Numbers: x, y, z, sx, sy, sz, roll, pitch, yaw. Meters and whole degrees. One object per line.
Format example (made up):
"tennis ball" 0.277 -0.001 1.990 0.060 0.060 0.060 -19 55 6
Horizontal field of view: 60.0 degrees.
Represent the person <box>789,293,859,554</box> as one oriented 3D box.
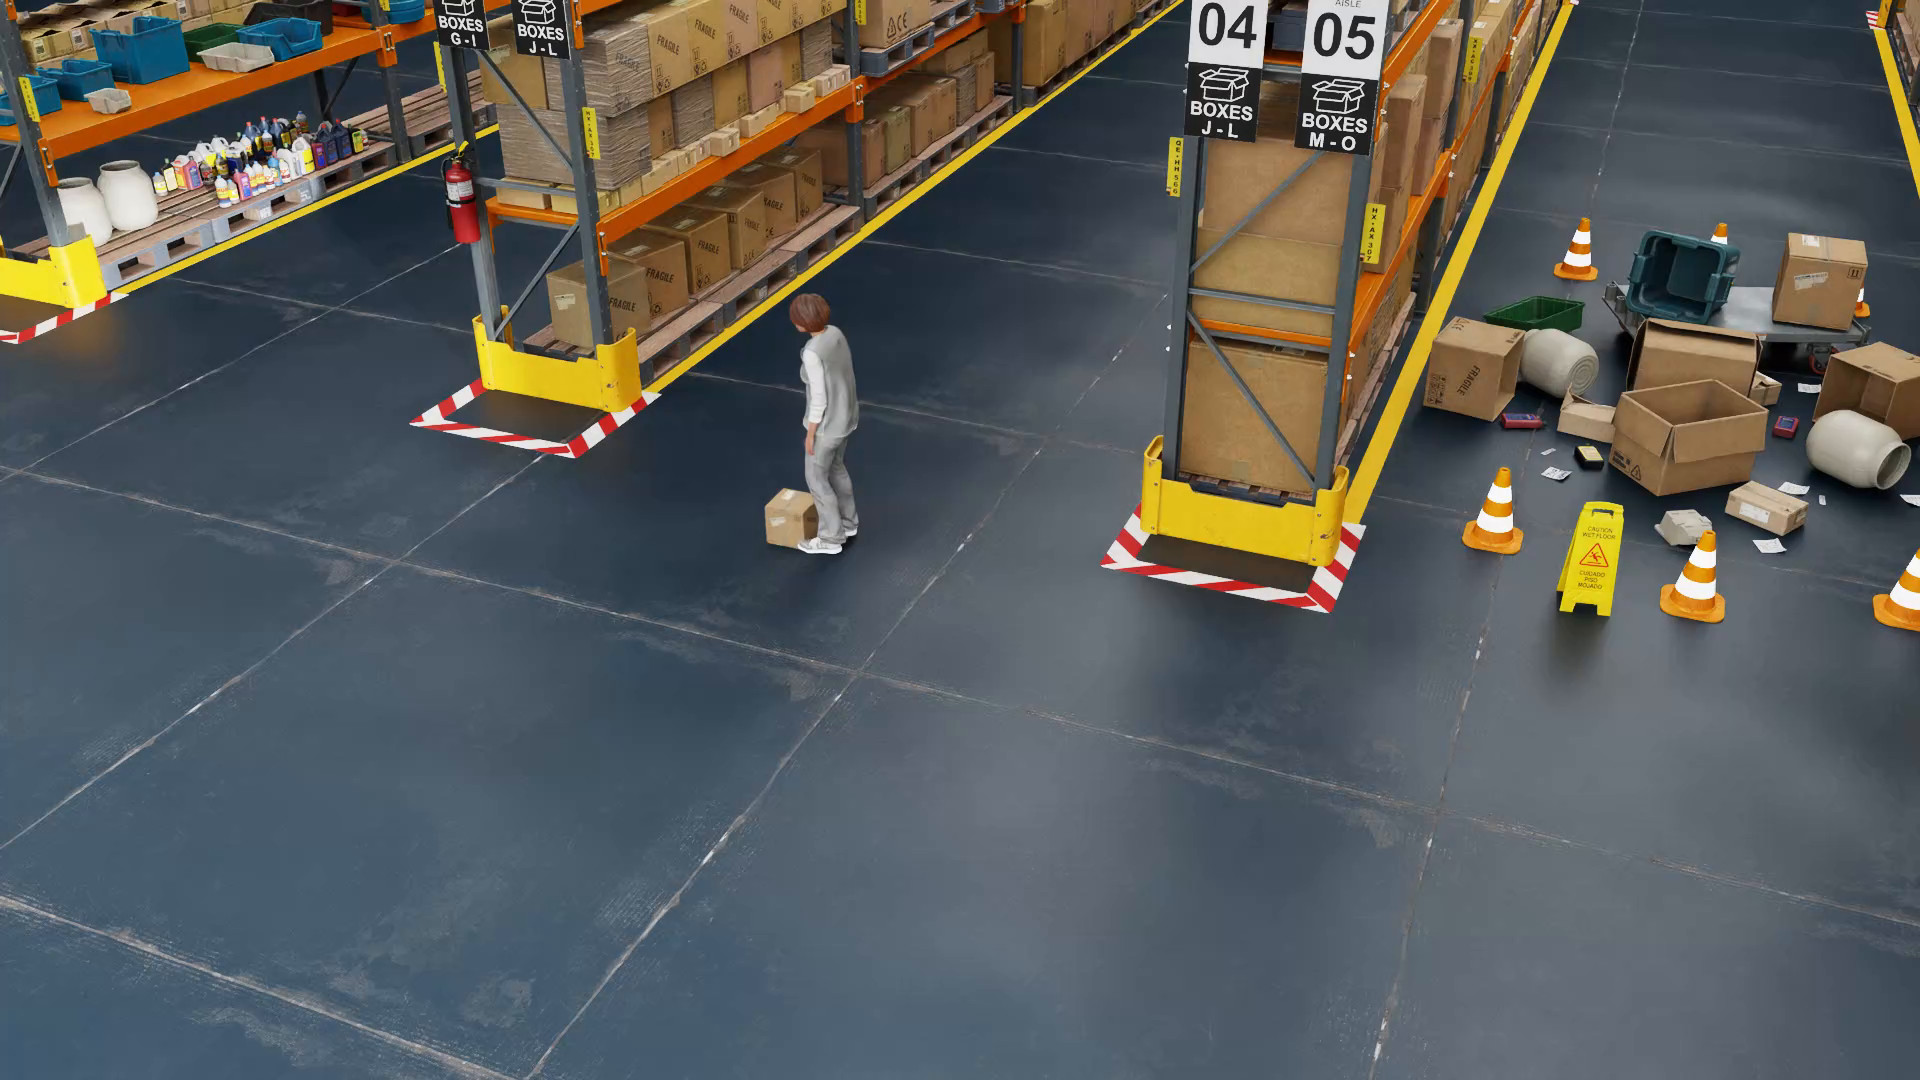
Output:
"person" -0.764 -0.665 9.547 0.347 1.592 0.474 10 31 16
